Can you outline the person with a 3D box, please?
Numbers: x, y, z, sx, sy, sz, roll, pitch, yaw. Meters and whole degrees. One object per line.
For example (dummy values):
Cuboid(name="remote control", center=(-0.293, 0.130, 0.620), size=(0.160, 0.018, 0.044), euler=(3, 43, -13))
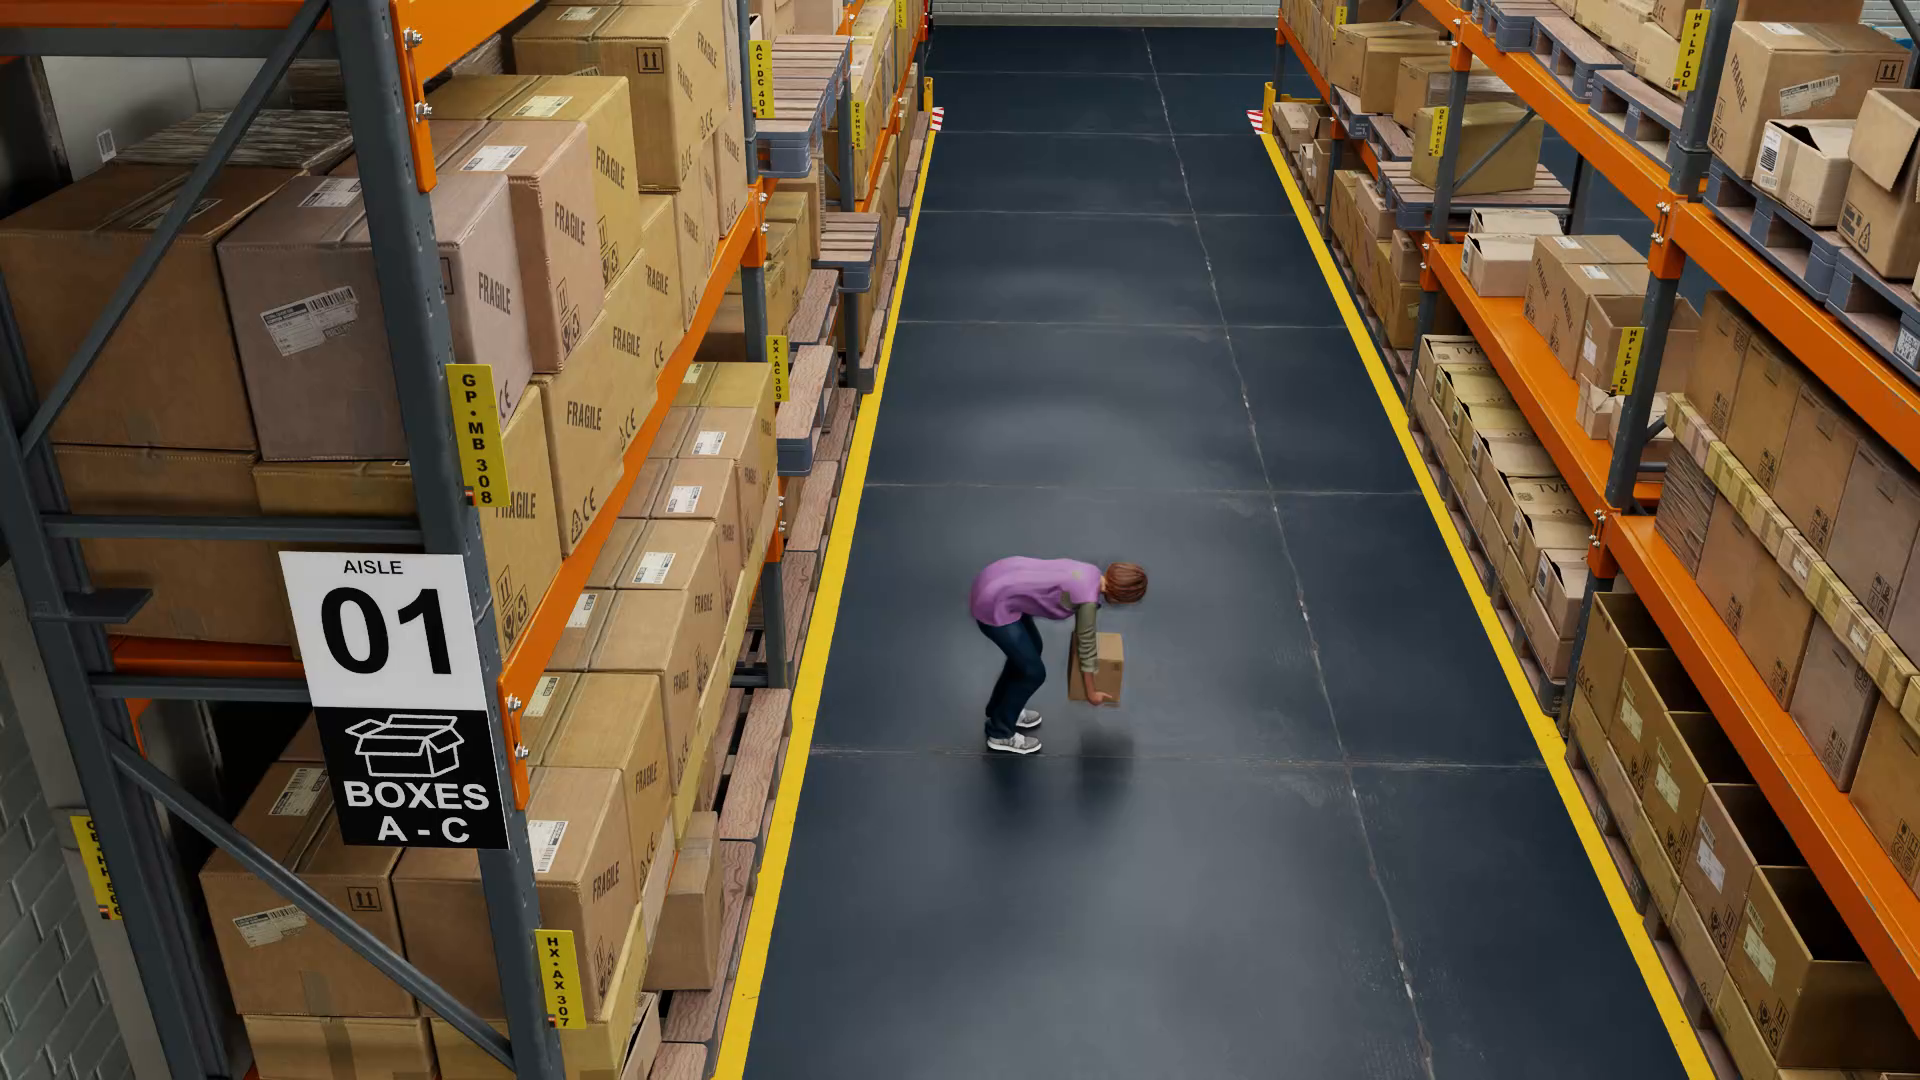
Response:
Cuboid(name="person", center=(0.474, 0.556, 8.222), size=(0.869, 1.012, 0.393), euler=(0, 28, 0))
